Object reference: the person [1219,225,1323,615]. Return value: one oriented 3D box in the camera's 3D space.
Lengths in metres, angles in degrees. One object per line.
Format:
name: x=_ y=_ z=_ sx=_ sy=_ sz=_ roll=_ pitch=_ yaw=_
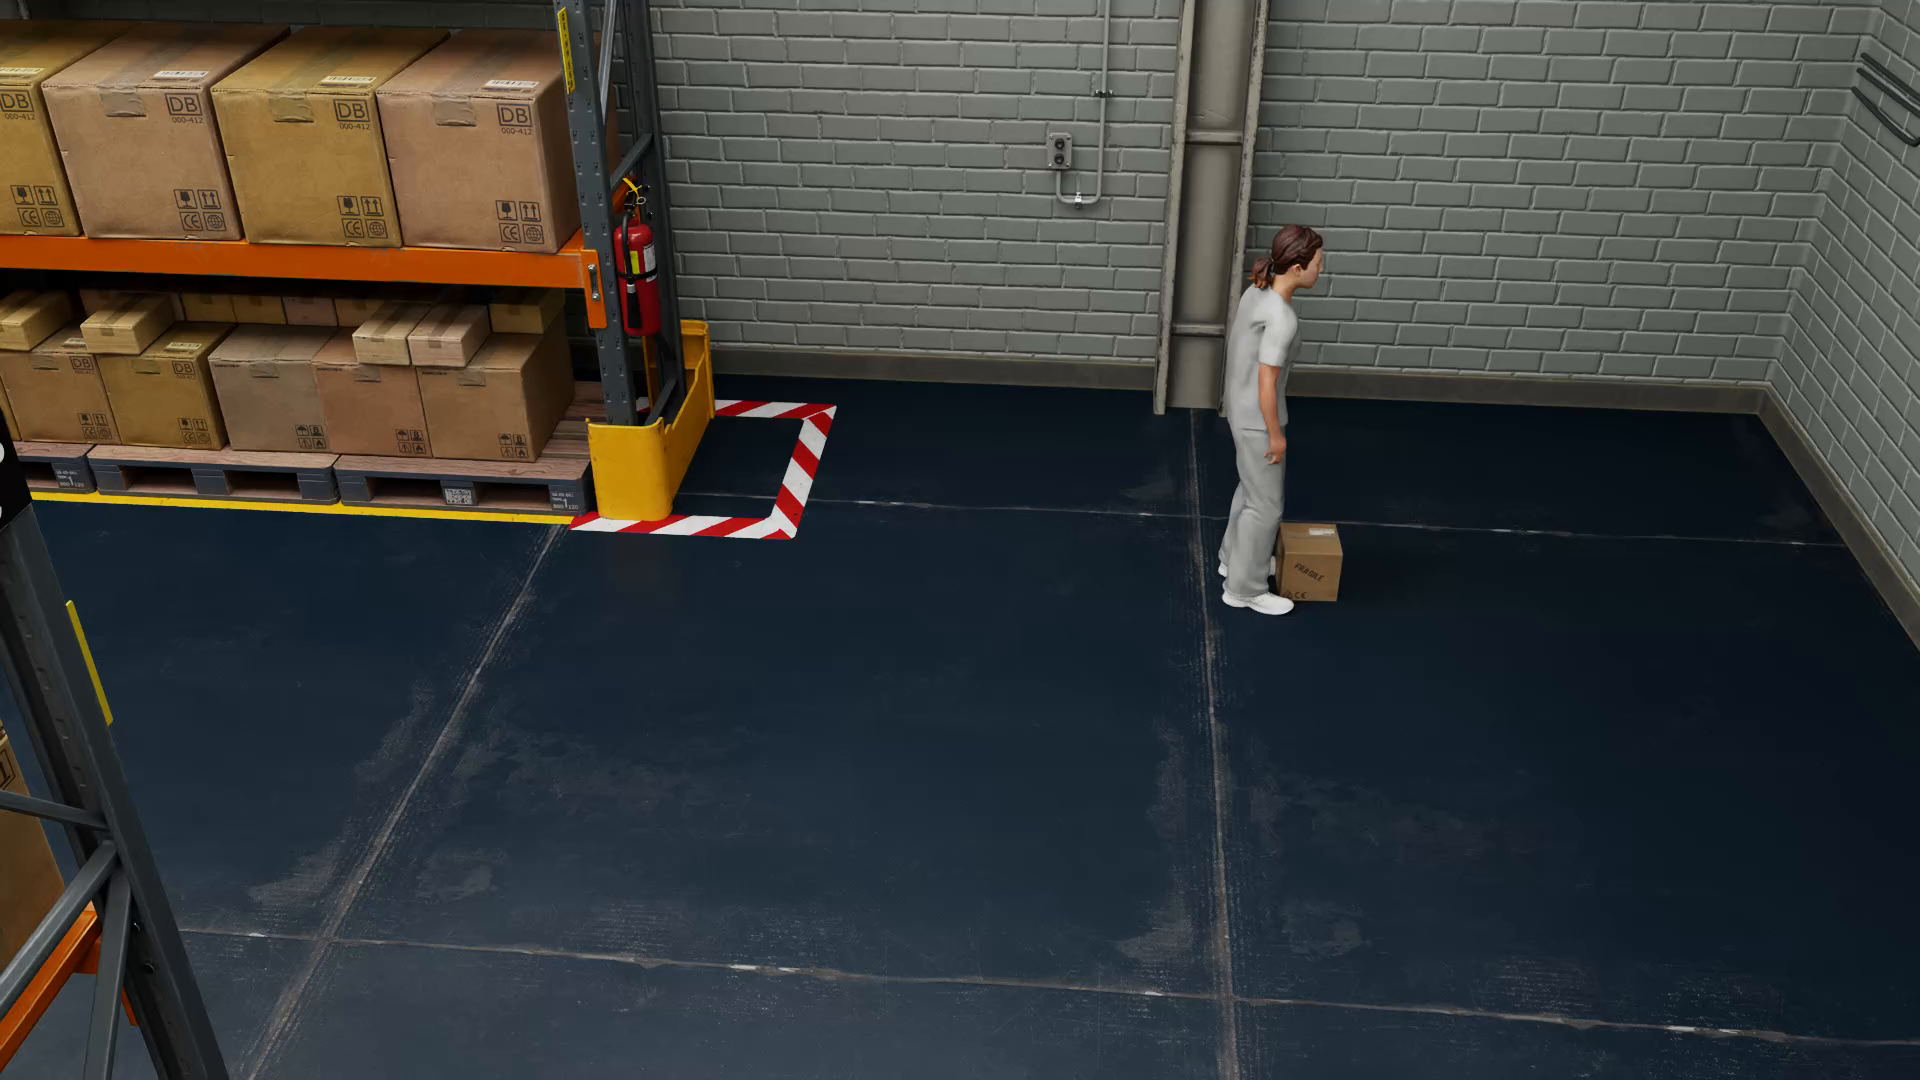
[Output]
person: x=1.282 y=-0.508 z=6.955 sx=0.364 sy=1.665 sz=0.500 roll=1 pitch=32 yaw=2
